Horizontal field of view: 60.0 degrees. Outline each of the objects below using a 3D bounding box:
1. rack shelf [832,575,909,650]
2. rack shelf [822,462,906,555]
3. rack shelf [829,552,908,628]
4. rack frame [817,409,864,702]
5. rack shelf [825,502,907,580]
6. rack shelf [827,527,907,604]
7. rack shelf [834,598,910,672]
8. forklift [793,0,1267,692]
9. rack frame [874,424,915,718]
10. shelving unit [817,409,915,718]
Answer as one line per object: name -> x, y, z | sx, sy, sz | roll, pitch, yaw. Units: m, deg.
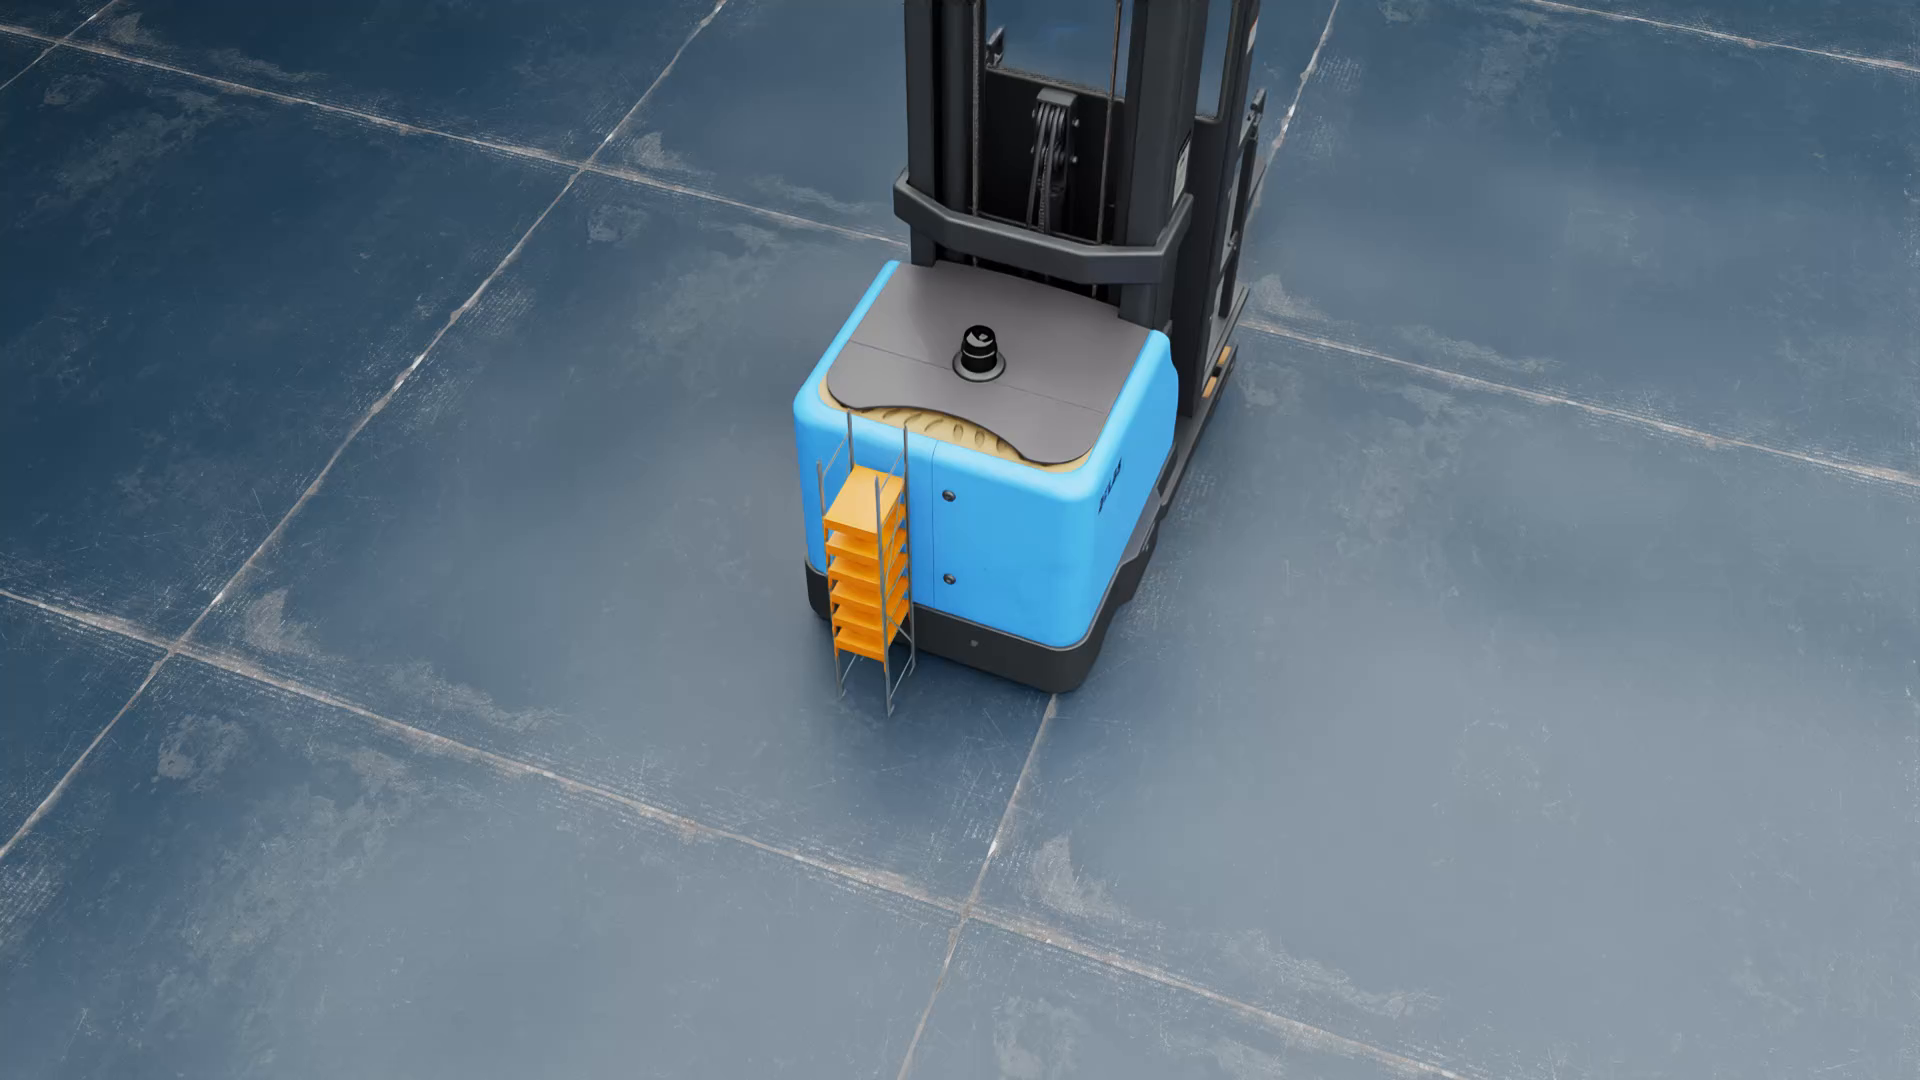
rack shelf -> -0.288, 0.216, 5.486 | 0.180, 0.103, 0.258 | 16, 51, 14
rack shelf -> -0.288, -0.098, 5.124 | 0.180, 0.103, 0.258 | 16, 51, 14
rack shelf -> -0.288, 0.137, 5.396 | 0.180, 0.103, 0.258 | 16, 51, 14
rack frame -> -0.374, 0.084, 5.384 | 0.006, 1.200, 0.240 | 16, 51, 14
rack shelf -> -0.288, -0.020, 5.214 | 0.180, 0.103, 0.258 | 16, 51, 14
rack shelf -> -0.288, 0.059, 5.305 | 0.180, 0.103, 0.258 | 16, 51, 14
rack shelf -> -0.288, 0.295, 5.577 | 0.180, 0.103, 0.258 | 16, 51, 14
forklift -> 0.484, -1.574, 5.675 | 1.130, 2.935, 3.031 | 17, 51, 14
rack frame -> -0.203, 0.133, 5.341 | 0.006, 1.200, 0.240 | 16, 51, 14
shelving unit -> -0.288, 0.108, 5.362 | 0.189, 1.200, 0.258 | 16, 51, 14
